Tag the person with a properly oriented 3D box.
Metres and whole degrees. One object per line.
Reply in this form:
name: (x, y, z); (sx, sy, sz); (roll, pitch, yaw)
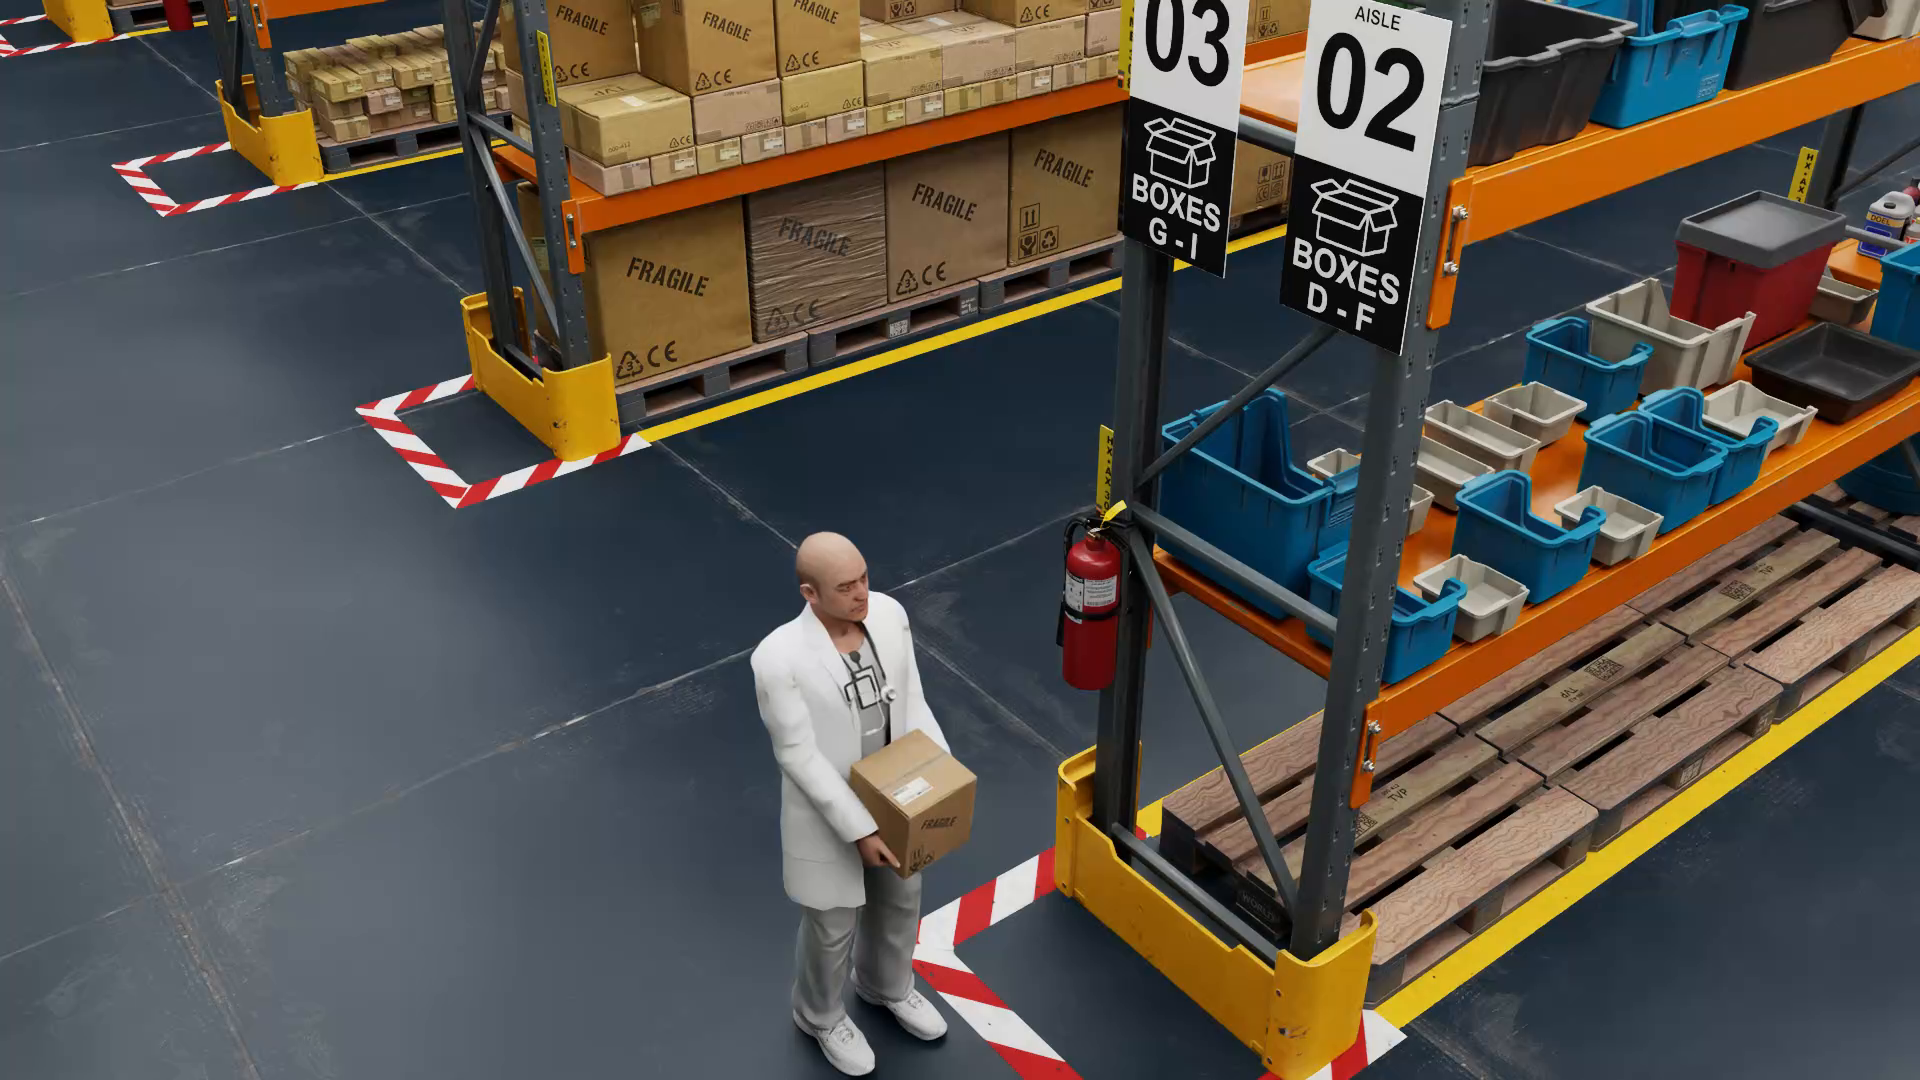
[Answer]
person: (-0.252, 0.814, 4.840); (0.528, 1.775, 0.556); (-26, 40, -35)
